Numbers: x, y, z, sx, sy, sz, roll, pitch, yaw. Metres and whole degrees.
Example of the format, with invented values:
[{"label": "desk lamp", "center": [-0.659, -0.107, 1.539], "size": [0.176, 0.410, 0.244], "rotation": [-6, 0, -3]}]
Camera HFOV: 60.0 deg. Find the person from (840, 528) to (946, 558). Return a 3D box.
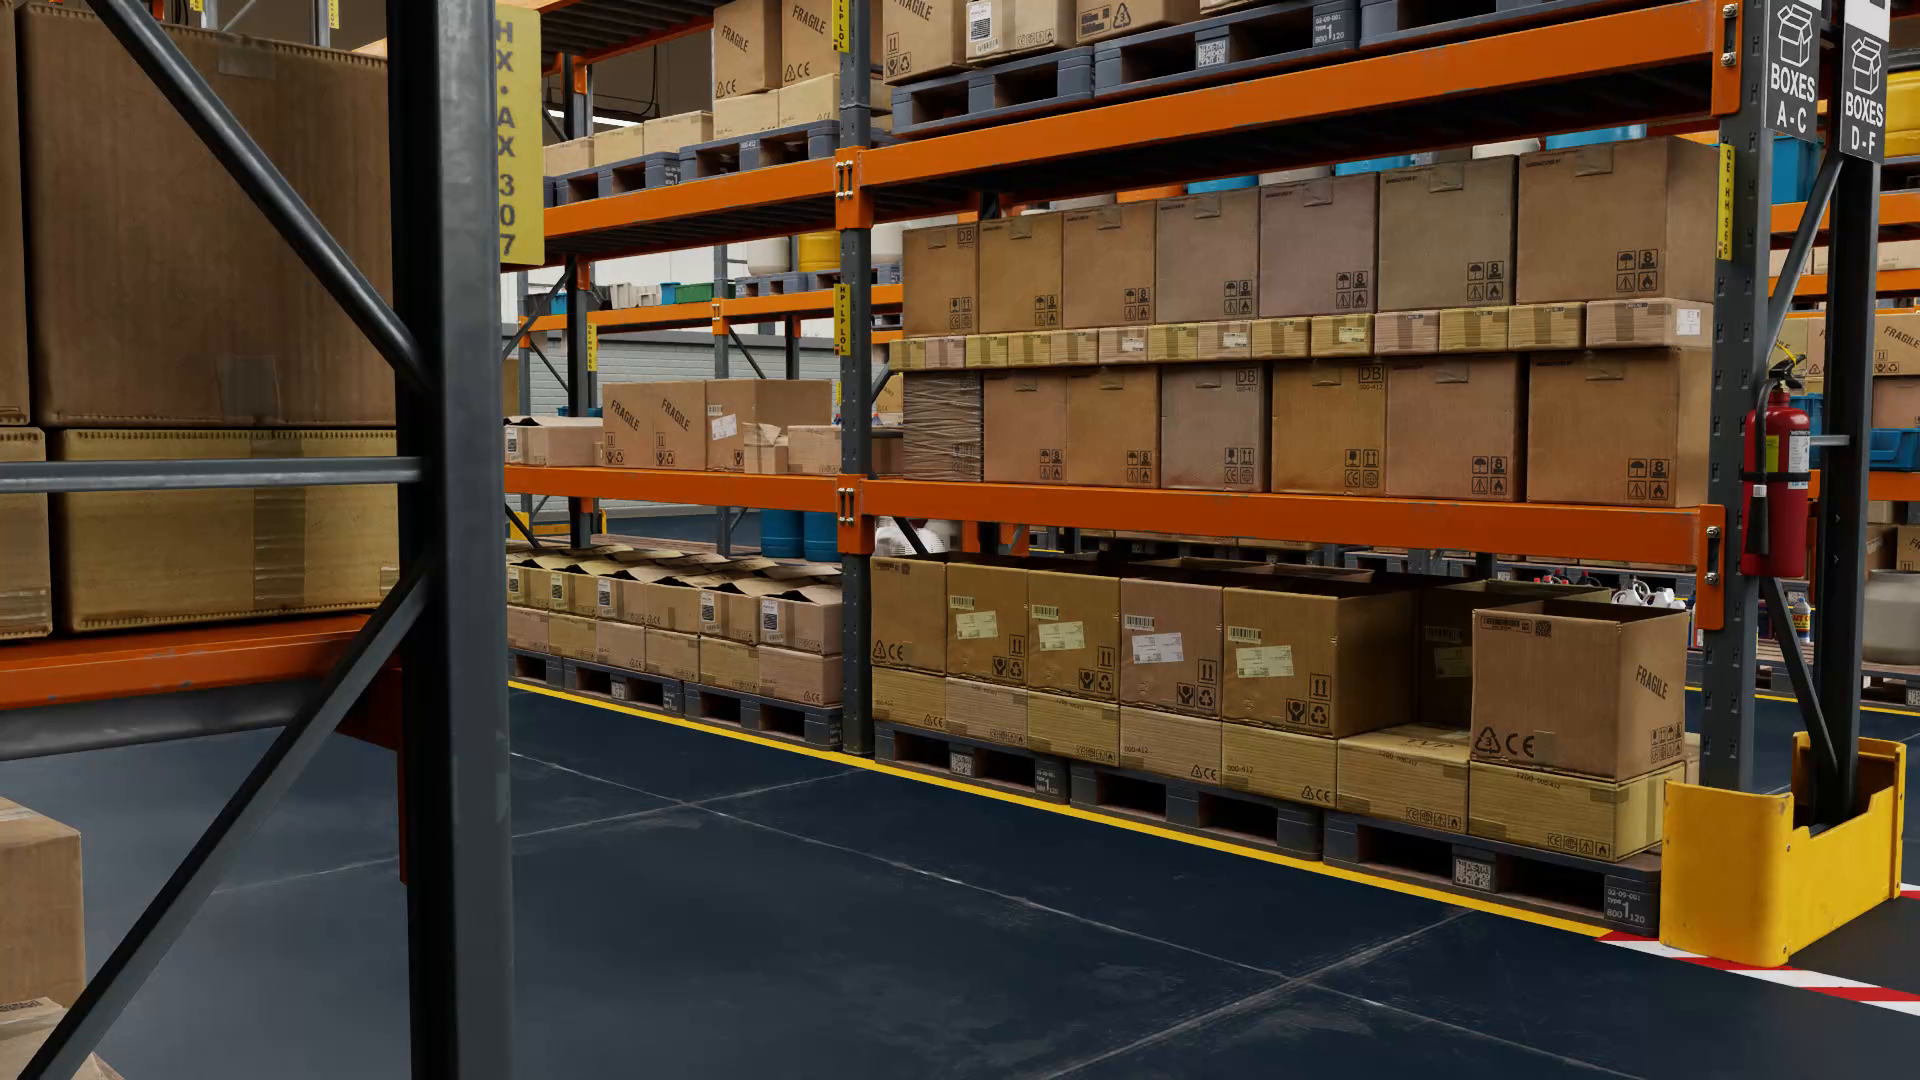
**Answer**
[{"label": "person", "center": [-0.518, 0.310, 12.538], "size": [0.925, 0.803, 0.467], "rotation": [4, 6, 44]}]
